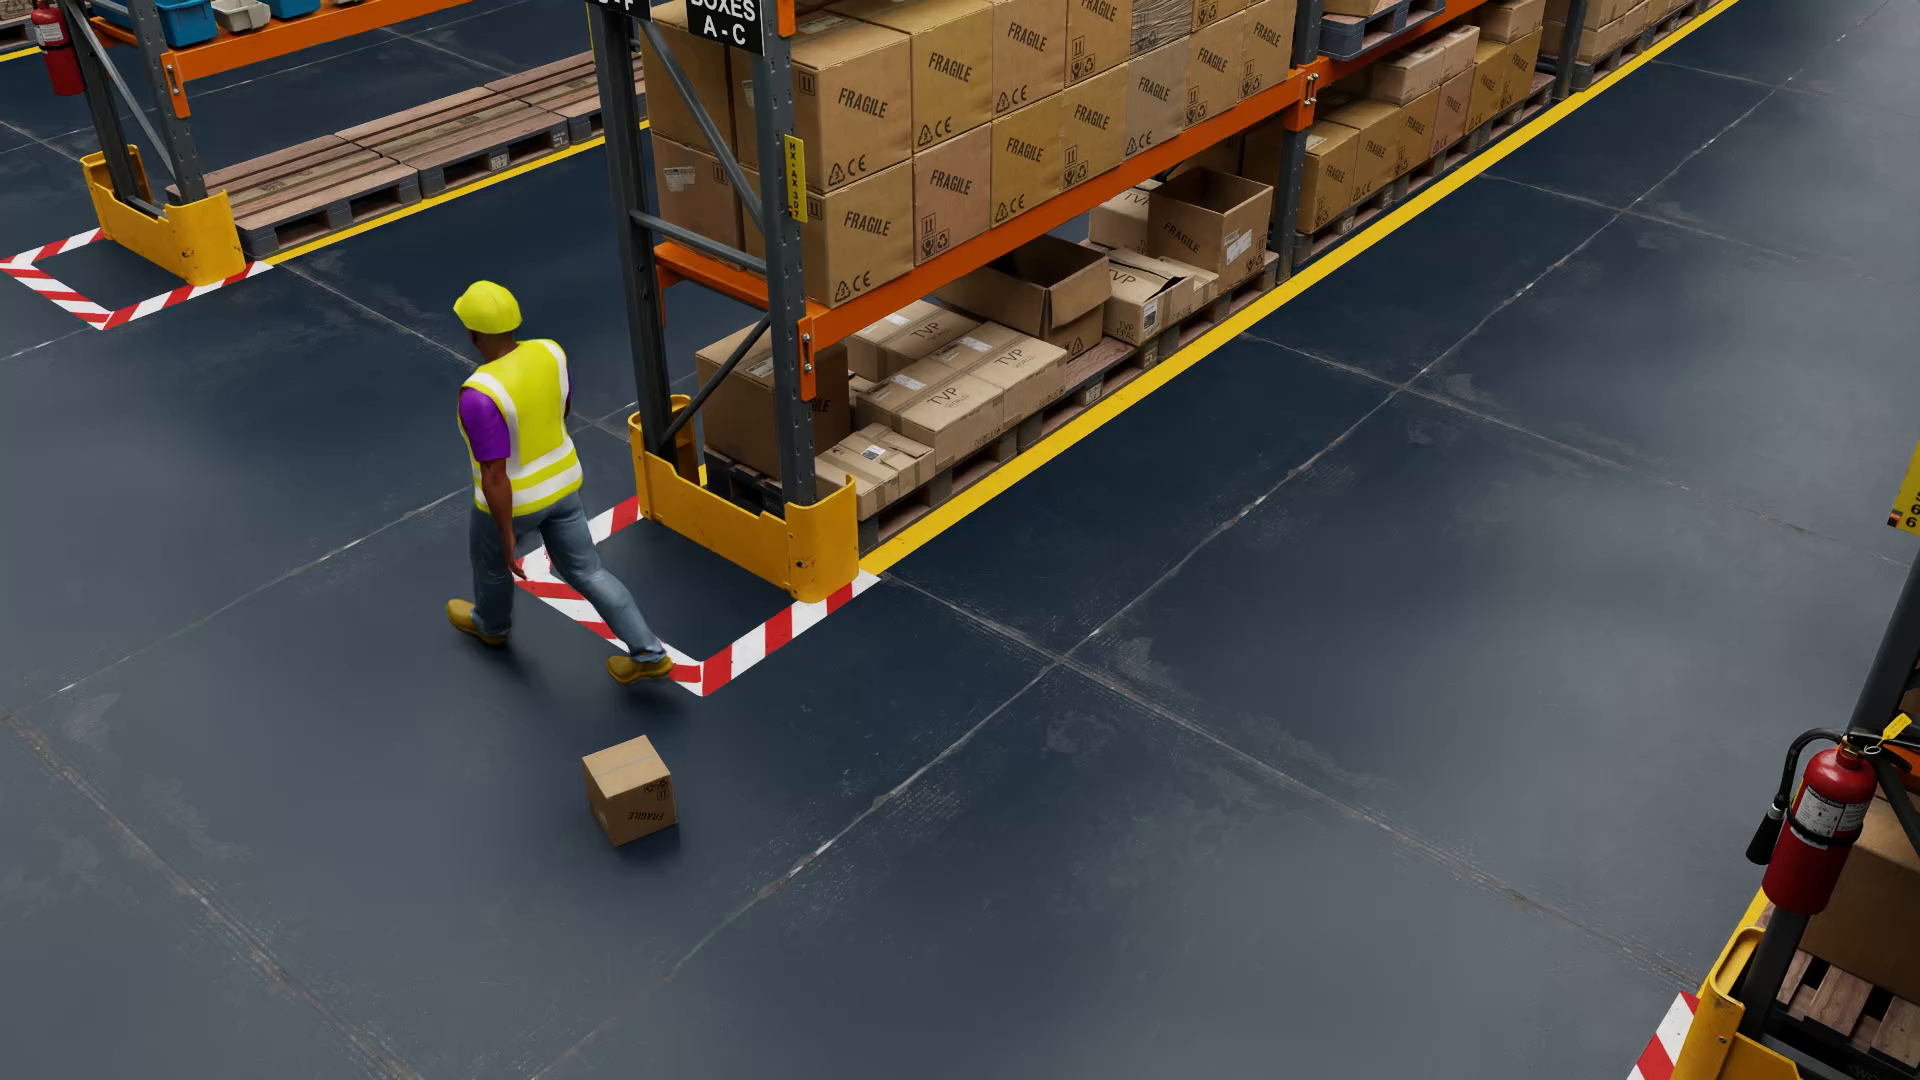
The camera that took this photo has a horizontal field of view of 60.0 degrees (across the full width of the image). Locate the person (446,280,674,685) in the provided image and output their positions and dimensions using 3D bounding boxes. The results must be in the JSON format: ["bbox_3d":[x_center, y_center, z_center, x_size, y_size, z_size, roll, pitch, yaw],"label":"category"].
[{"bbox_3d":[-1.666,-0.205,6.452,1.123,1.709,0.608,24,41,30],"label":"person"}]
